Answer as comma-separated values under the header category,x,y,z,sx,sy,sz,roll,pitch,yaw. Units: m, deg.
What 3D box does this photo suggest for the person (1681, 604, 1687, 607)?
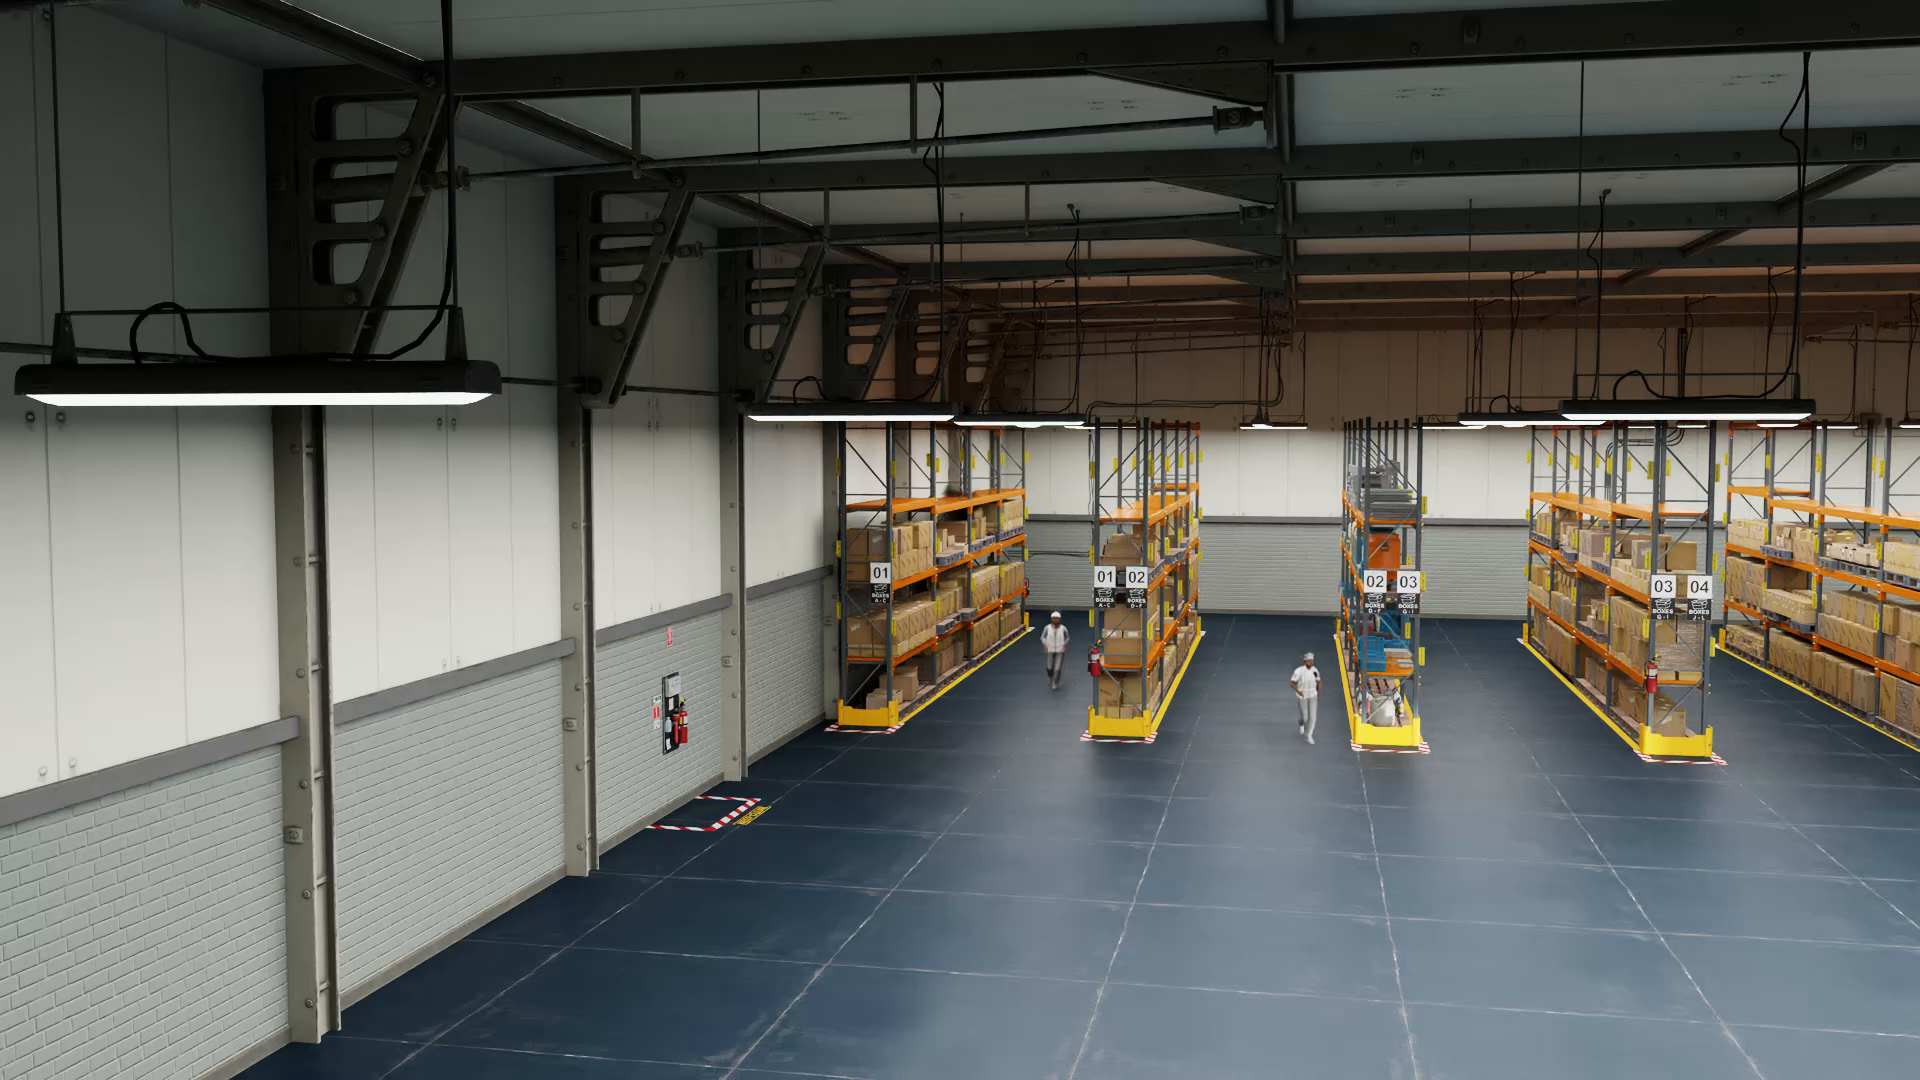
category,x,y,z,sx,sy,sz,roll,pitch,yaw
person,18.762,2.123,42.839,0.587,1.684,0.686,1,4,18

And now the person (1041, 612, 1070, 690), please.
category,x,y,z,sx,sy,sz,roll,pitch,yaw
person,2.117,2.460,36.935,0.640,1.726,0.577,0,4,4

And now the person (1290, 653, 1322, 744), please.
category,x,y,z,sx,sy,sz,roll,pitch,yaw
person,6.415,2.912,30.784,0.612,1.681,0.591,0,4,-5

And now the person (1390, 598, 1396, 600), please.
category,x,y,z,sx,sy,sz,roll,pitch,yaw
person,12.230,1.763,47.872,0.705,1.748,0.702,2,4,25
